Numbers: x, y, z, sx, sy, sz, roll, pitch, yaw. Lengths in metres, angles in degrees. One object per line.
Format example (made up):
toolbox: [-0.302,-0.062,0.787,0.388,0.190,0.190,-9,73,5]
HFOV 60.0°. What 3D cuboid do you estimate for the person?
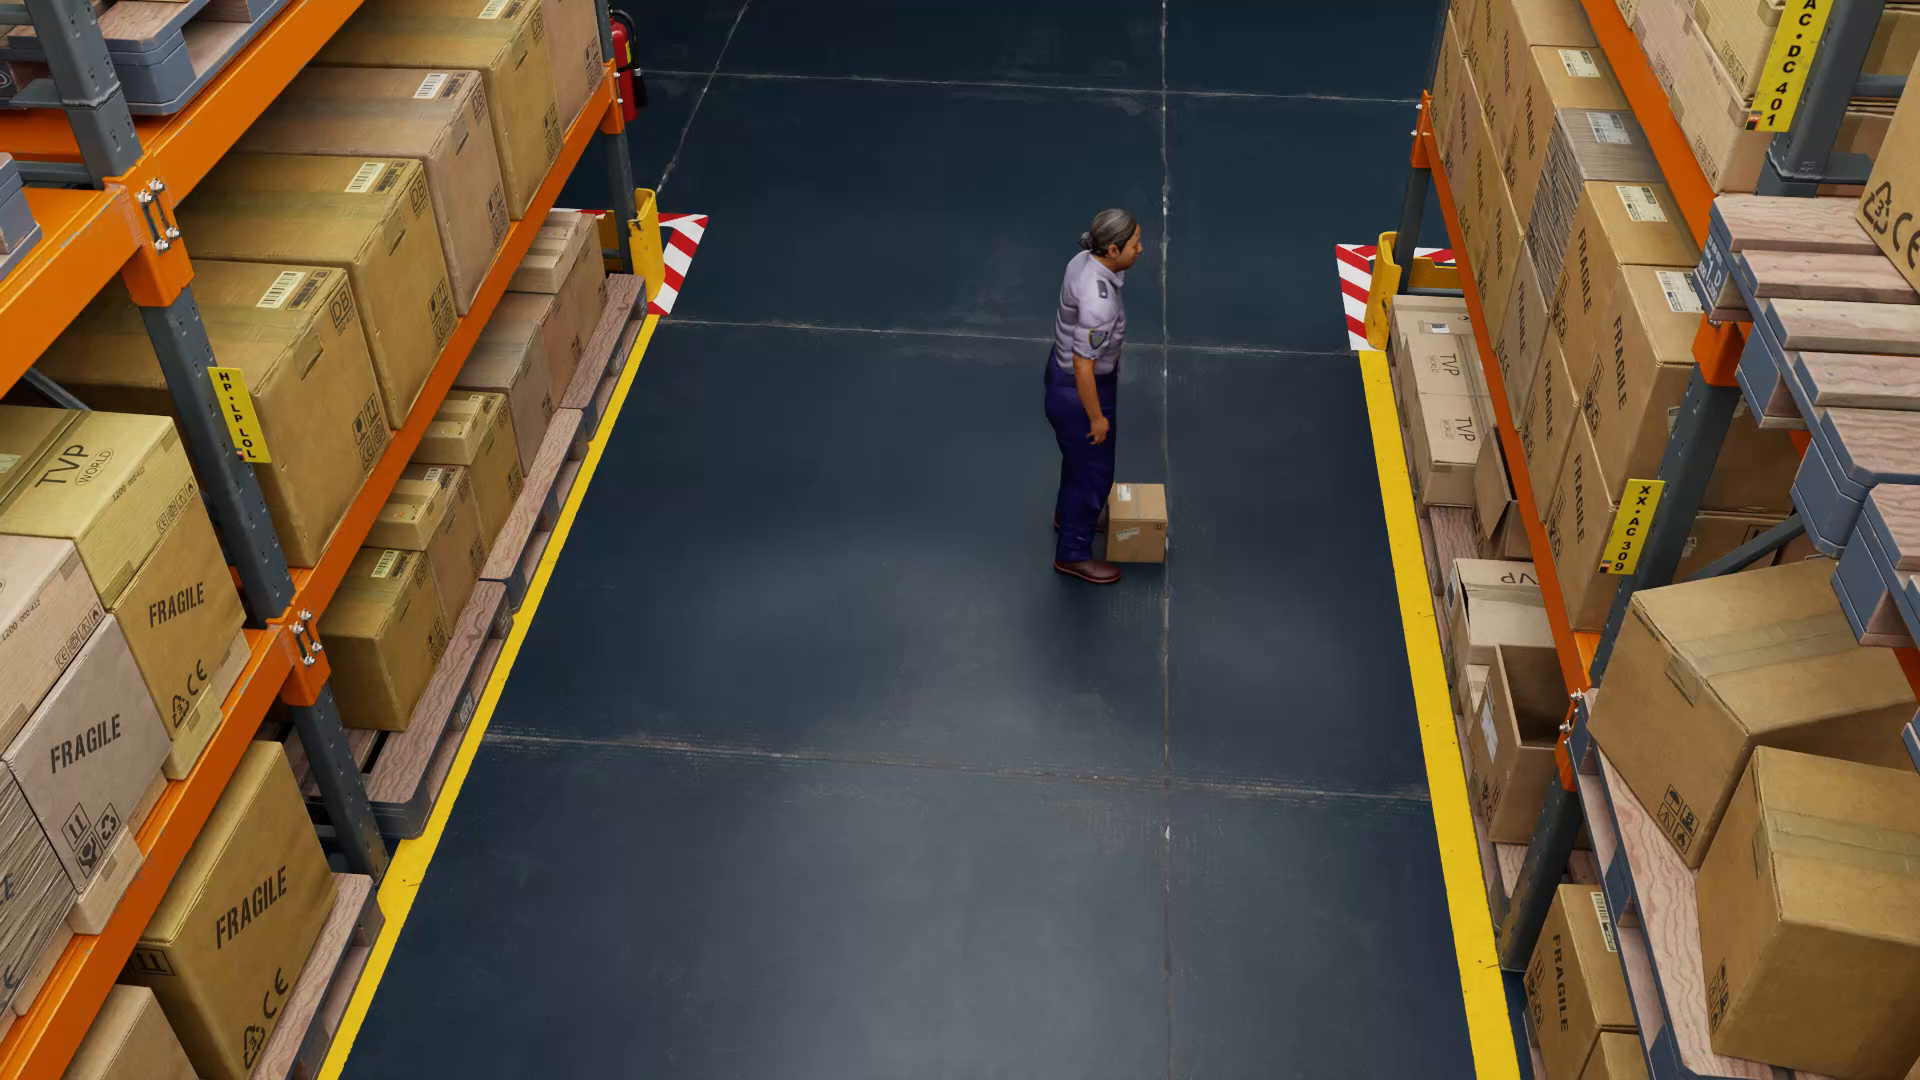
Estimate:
person: [0.533,-0.613,6.886,0.369,1.650,0.556,1,40,1]
